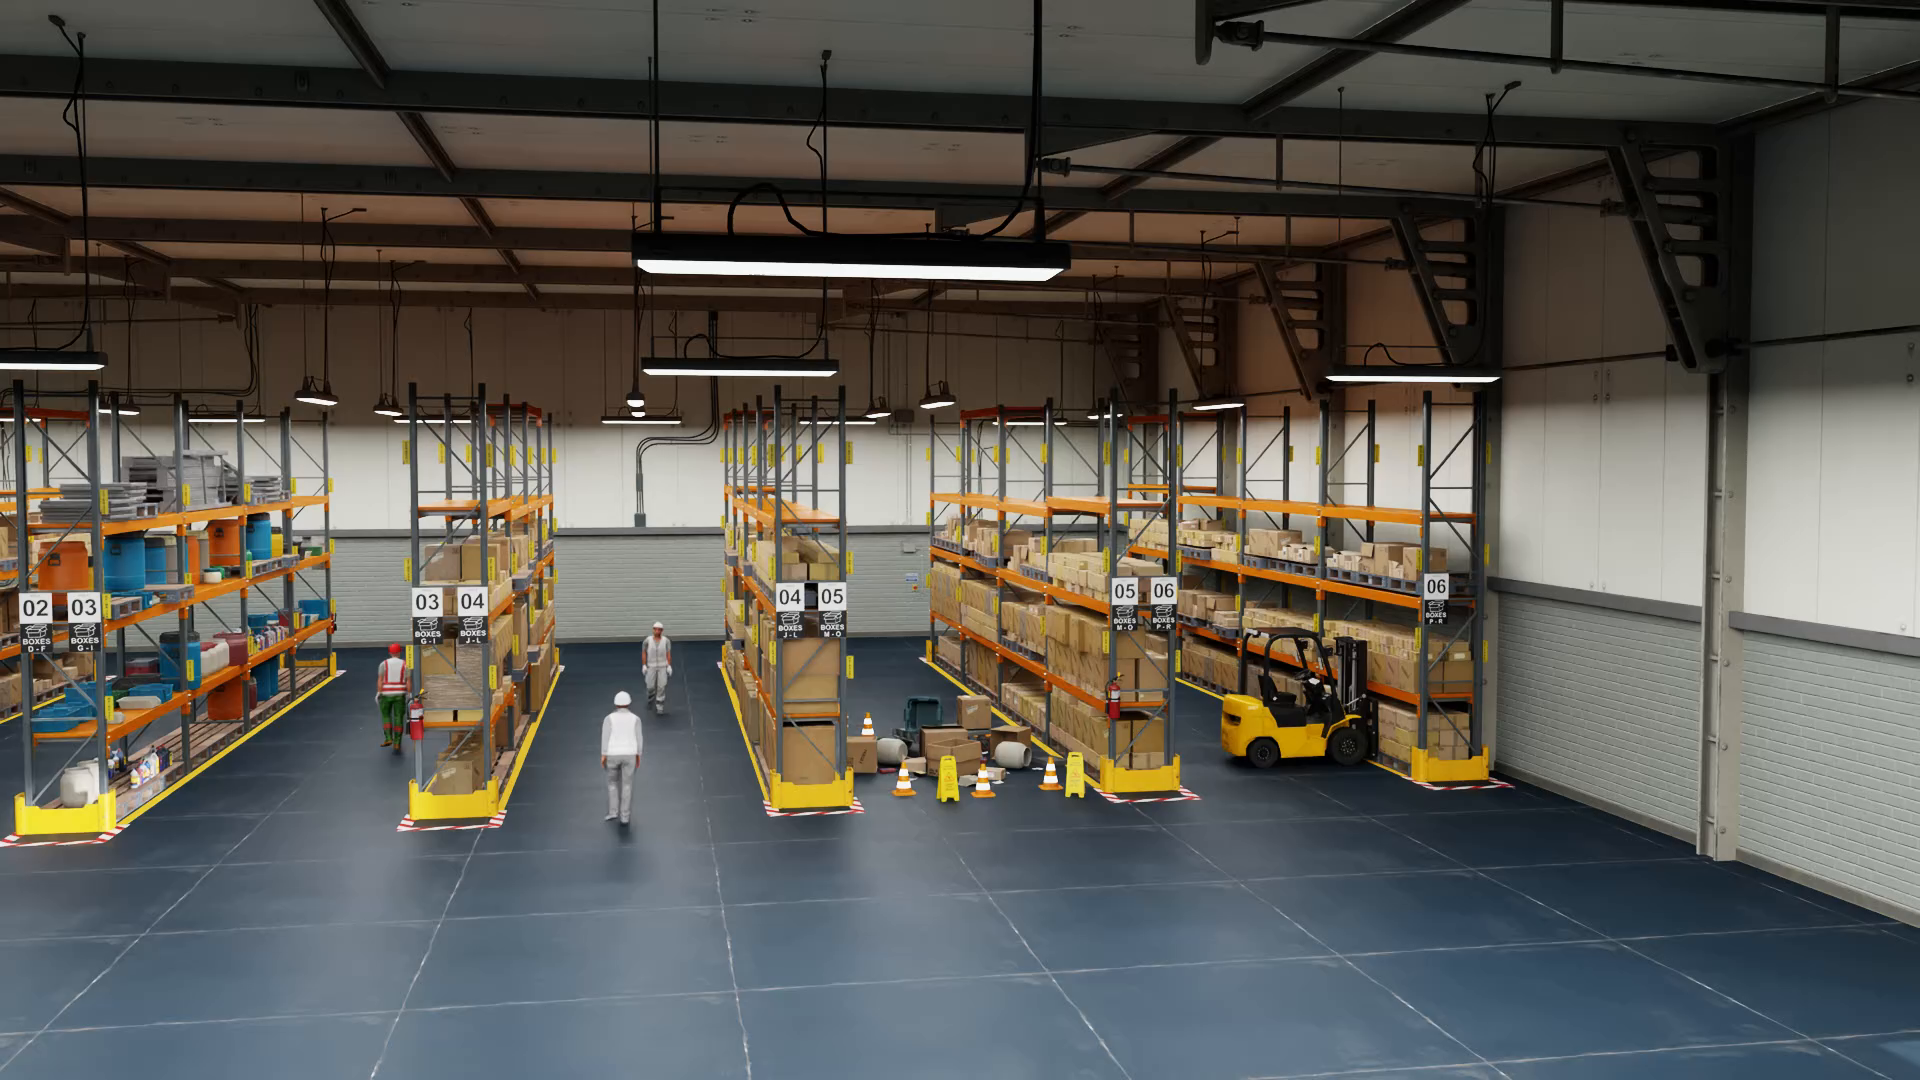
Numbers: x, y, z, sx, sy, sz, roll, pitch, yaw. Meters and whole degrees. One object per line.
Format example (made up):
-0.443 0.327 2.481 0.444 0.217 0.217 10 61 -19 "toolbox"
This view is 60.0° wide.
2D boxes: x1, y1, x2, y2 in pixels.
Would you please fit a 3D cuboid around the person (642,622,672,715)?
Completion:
-5.872 2.470 32.185 0.571 1.782 0.535 -1 3 -15 "person"

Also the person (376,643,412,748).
-9.685 2.677 28.460 0.598 1.807 0.543 -1 3 -24 "person"

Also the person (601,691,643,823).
-4.622 2.990 22.753 0.573 1.821 0.610 -1 3 -15 "person"
